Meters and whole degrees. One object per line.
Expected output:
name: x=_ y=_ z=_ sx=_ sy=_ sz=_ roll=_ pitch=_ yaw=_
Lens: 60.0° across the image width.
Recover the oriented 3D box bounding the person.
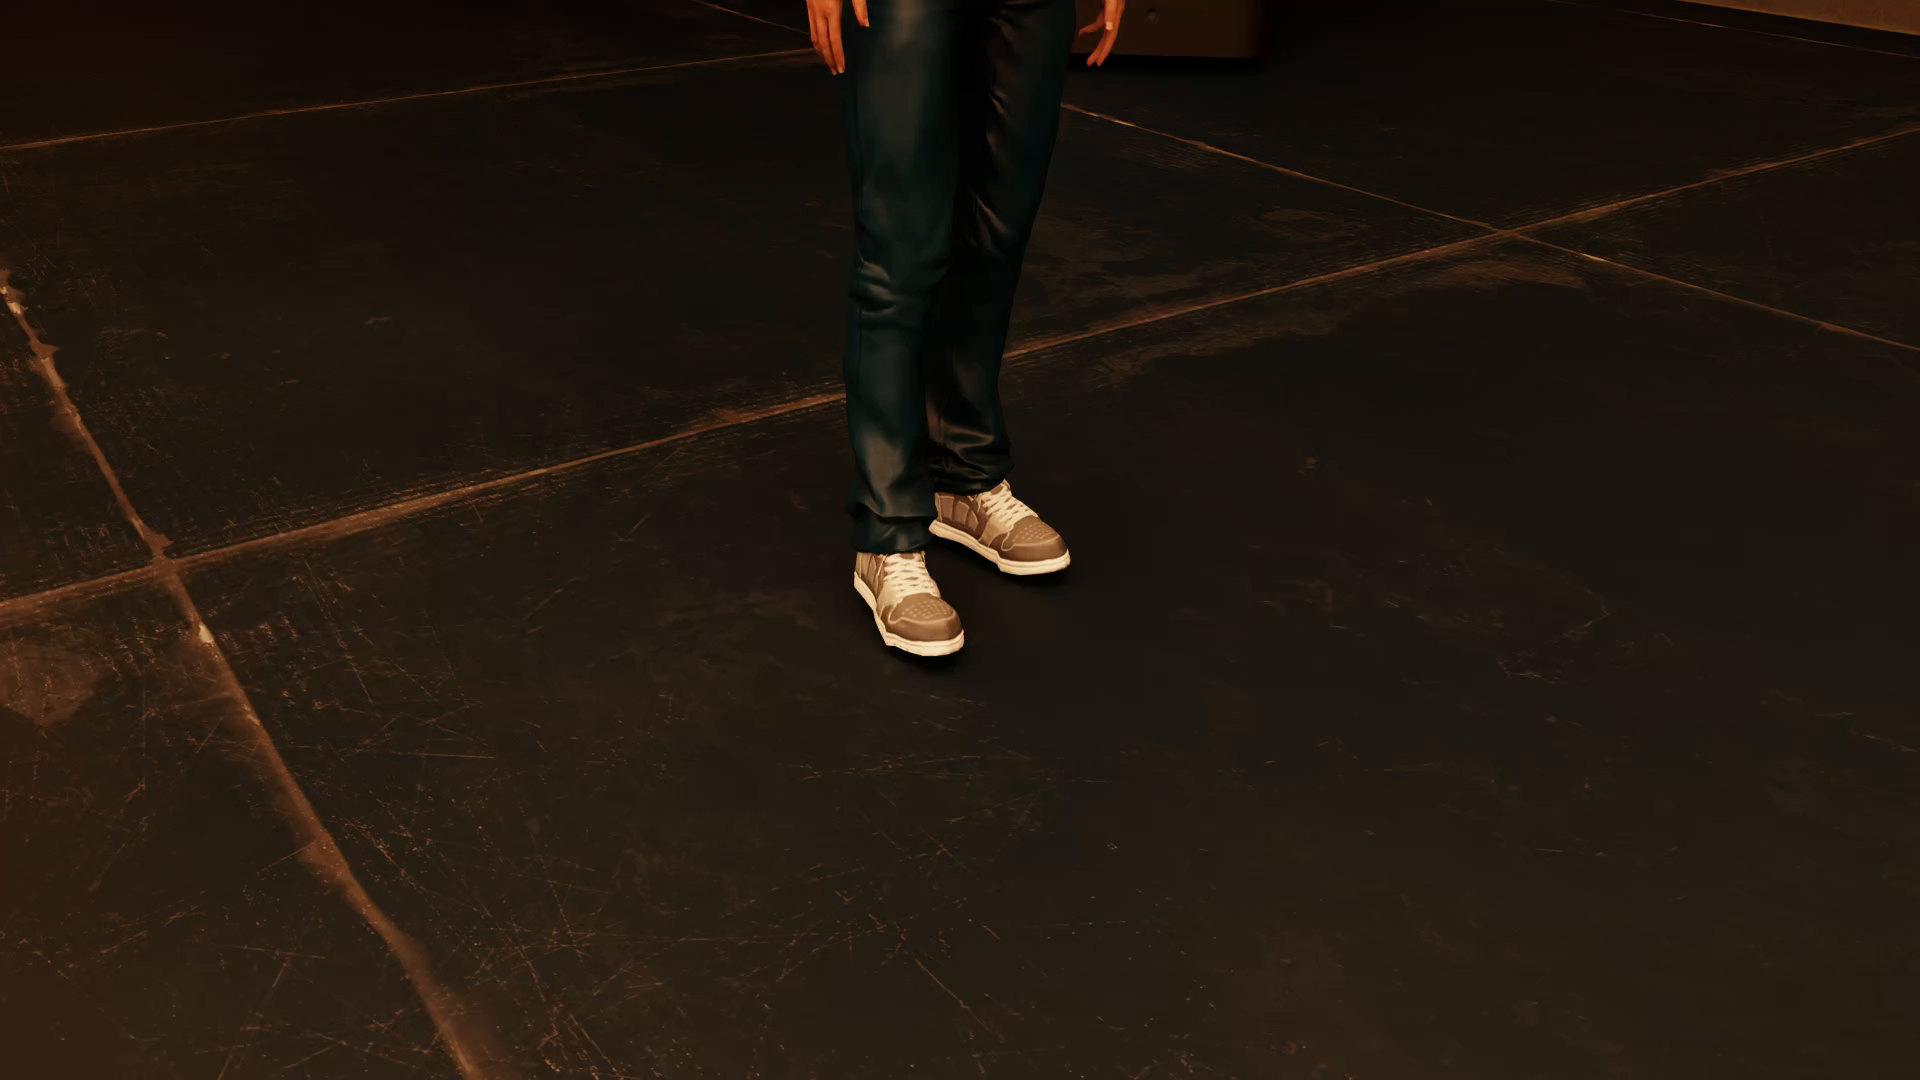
person: x=0.030 y=-0.687 z=2.079 sx=0.520 sy=1.590 sz=0.476 roll=-17 pitch=31 yaw=-31

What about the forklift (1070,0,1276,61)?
forklift: x=0.718 y=-3.548 z=6.304 sx=1.130 sy=2.935 sz=3.031 roll=4 pitch=27 yaw=8
